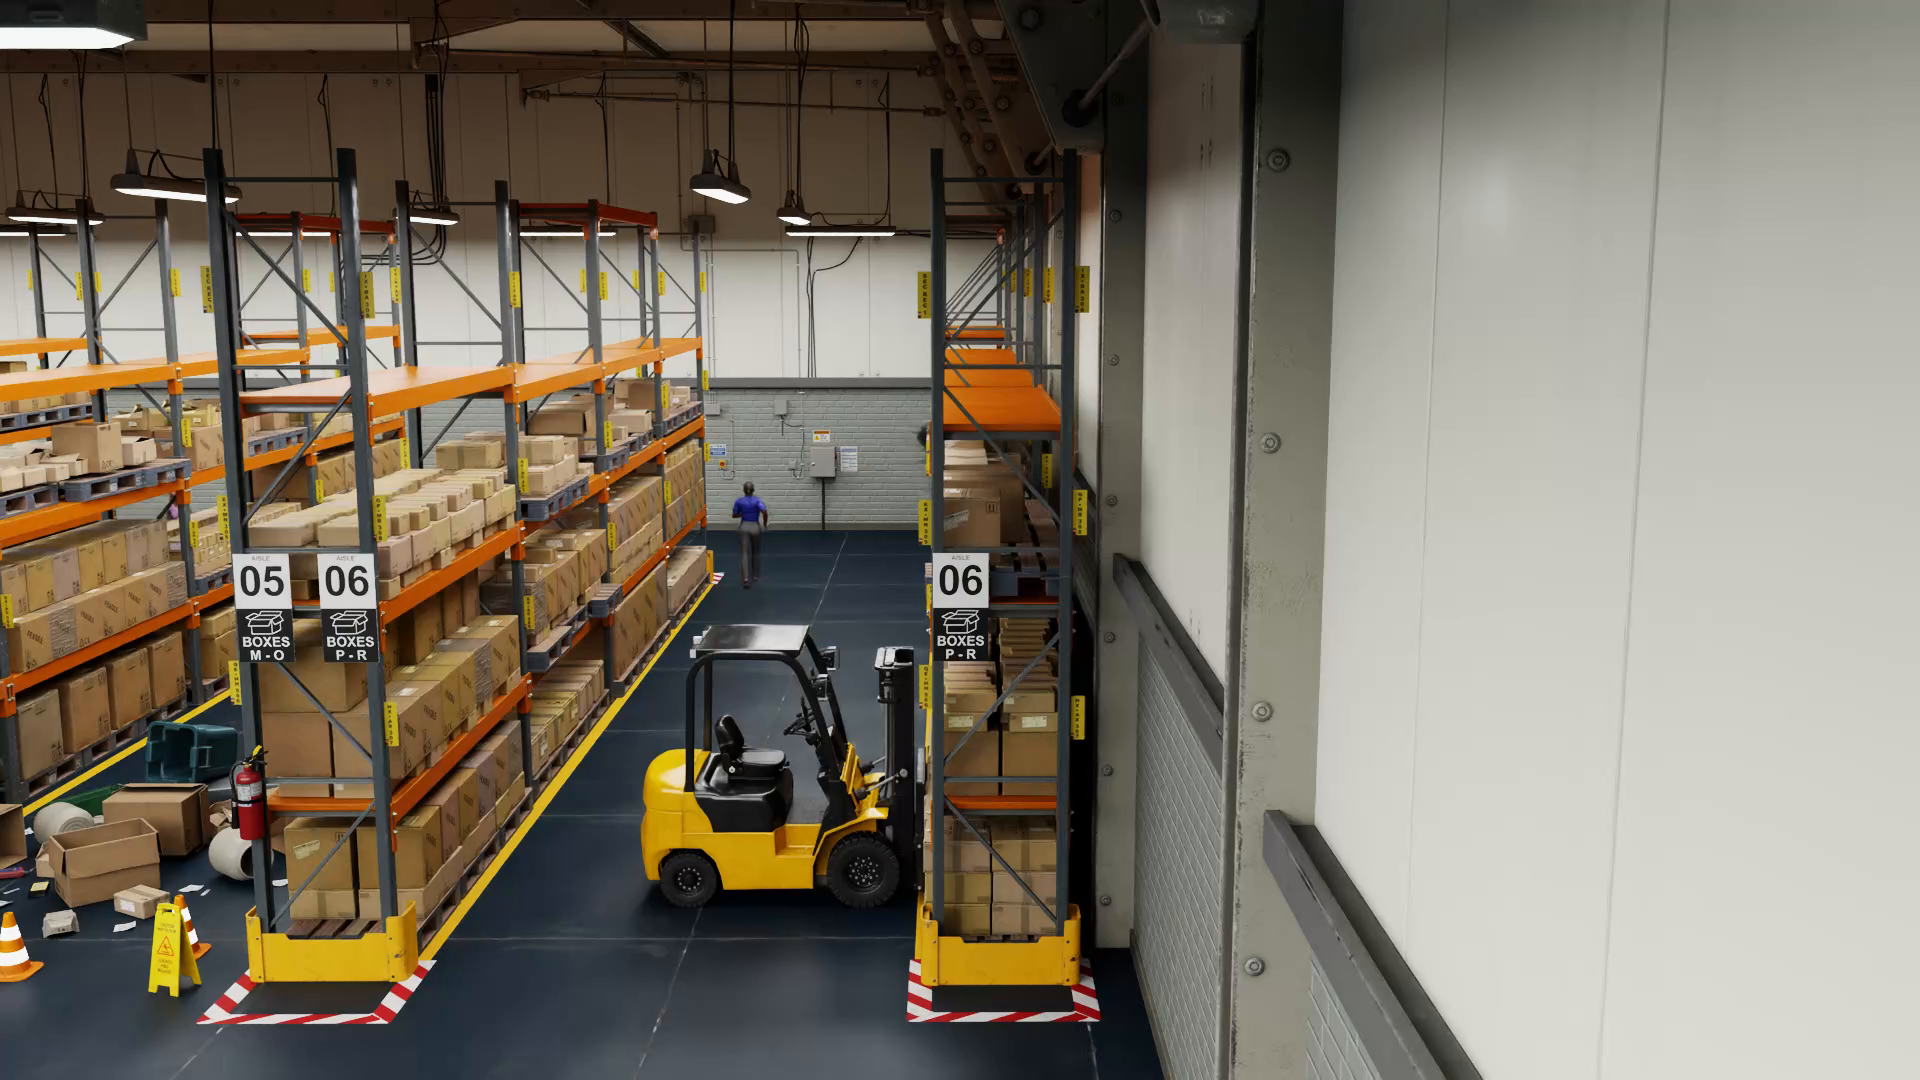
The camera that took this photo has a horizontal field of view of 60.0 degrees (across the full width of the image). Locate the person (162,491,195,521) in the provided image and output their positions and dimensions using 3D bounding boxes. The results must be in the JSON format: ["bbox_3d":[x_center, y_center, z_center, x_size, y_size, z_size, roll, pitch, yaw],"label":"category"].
[{"bbox_3d":[-13.143,-0.426,28.058,0.569,0.786,0.397,-8,12,-42],"label":"person"}]

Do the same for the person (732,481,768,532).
[{"bbox_3d":[-3.310,-0.530,26.165,0.572,0.810,0.601,-1,9,-7],"label":"person"}]
